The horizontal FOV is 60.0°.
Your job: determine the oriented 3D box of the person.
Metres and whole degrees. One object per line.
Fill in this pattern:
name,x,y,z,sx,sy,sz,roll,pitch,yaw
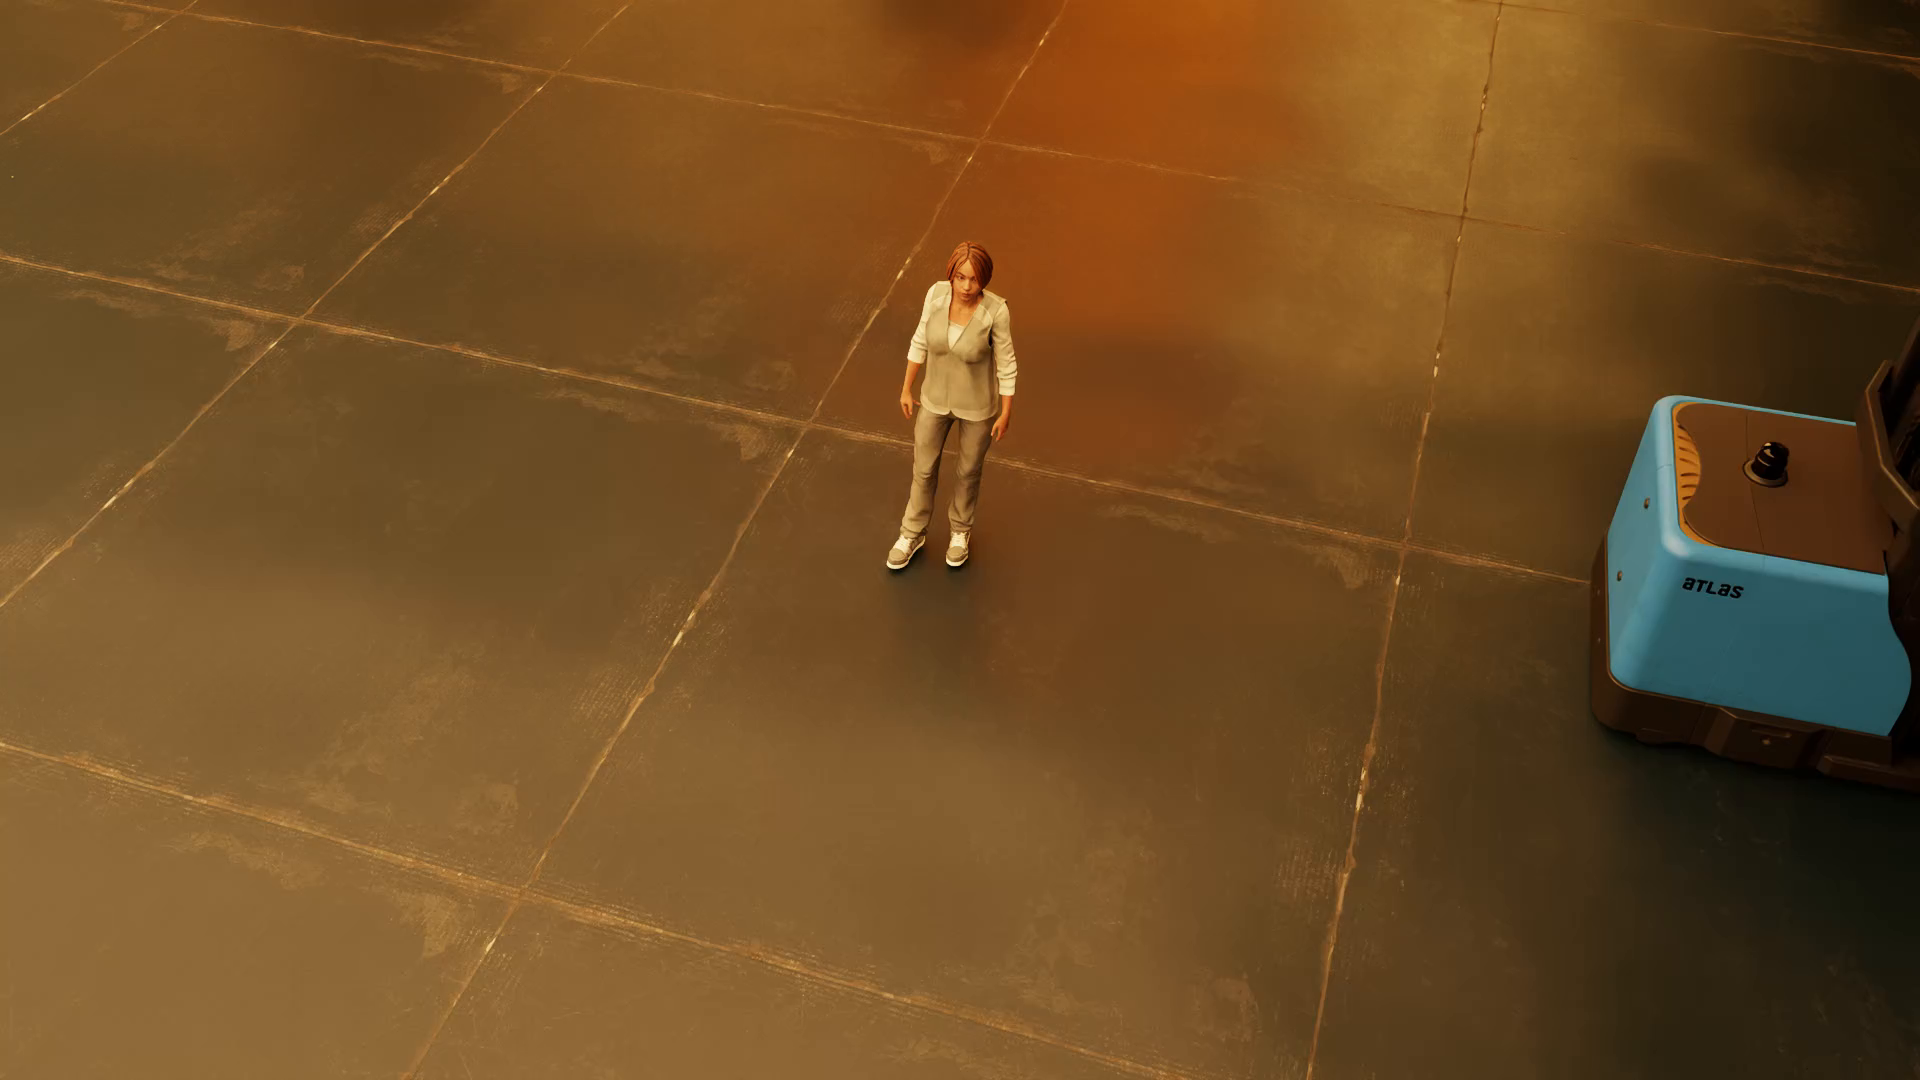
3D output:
person,-0.036,-0.544,7.243,0.521,1.599,0.473,12,44,13

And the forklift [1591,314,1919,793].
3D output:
forklift,4.225,-0.325,6.038,3.031,2.935,1.130,11,44,11
